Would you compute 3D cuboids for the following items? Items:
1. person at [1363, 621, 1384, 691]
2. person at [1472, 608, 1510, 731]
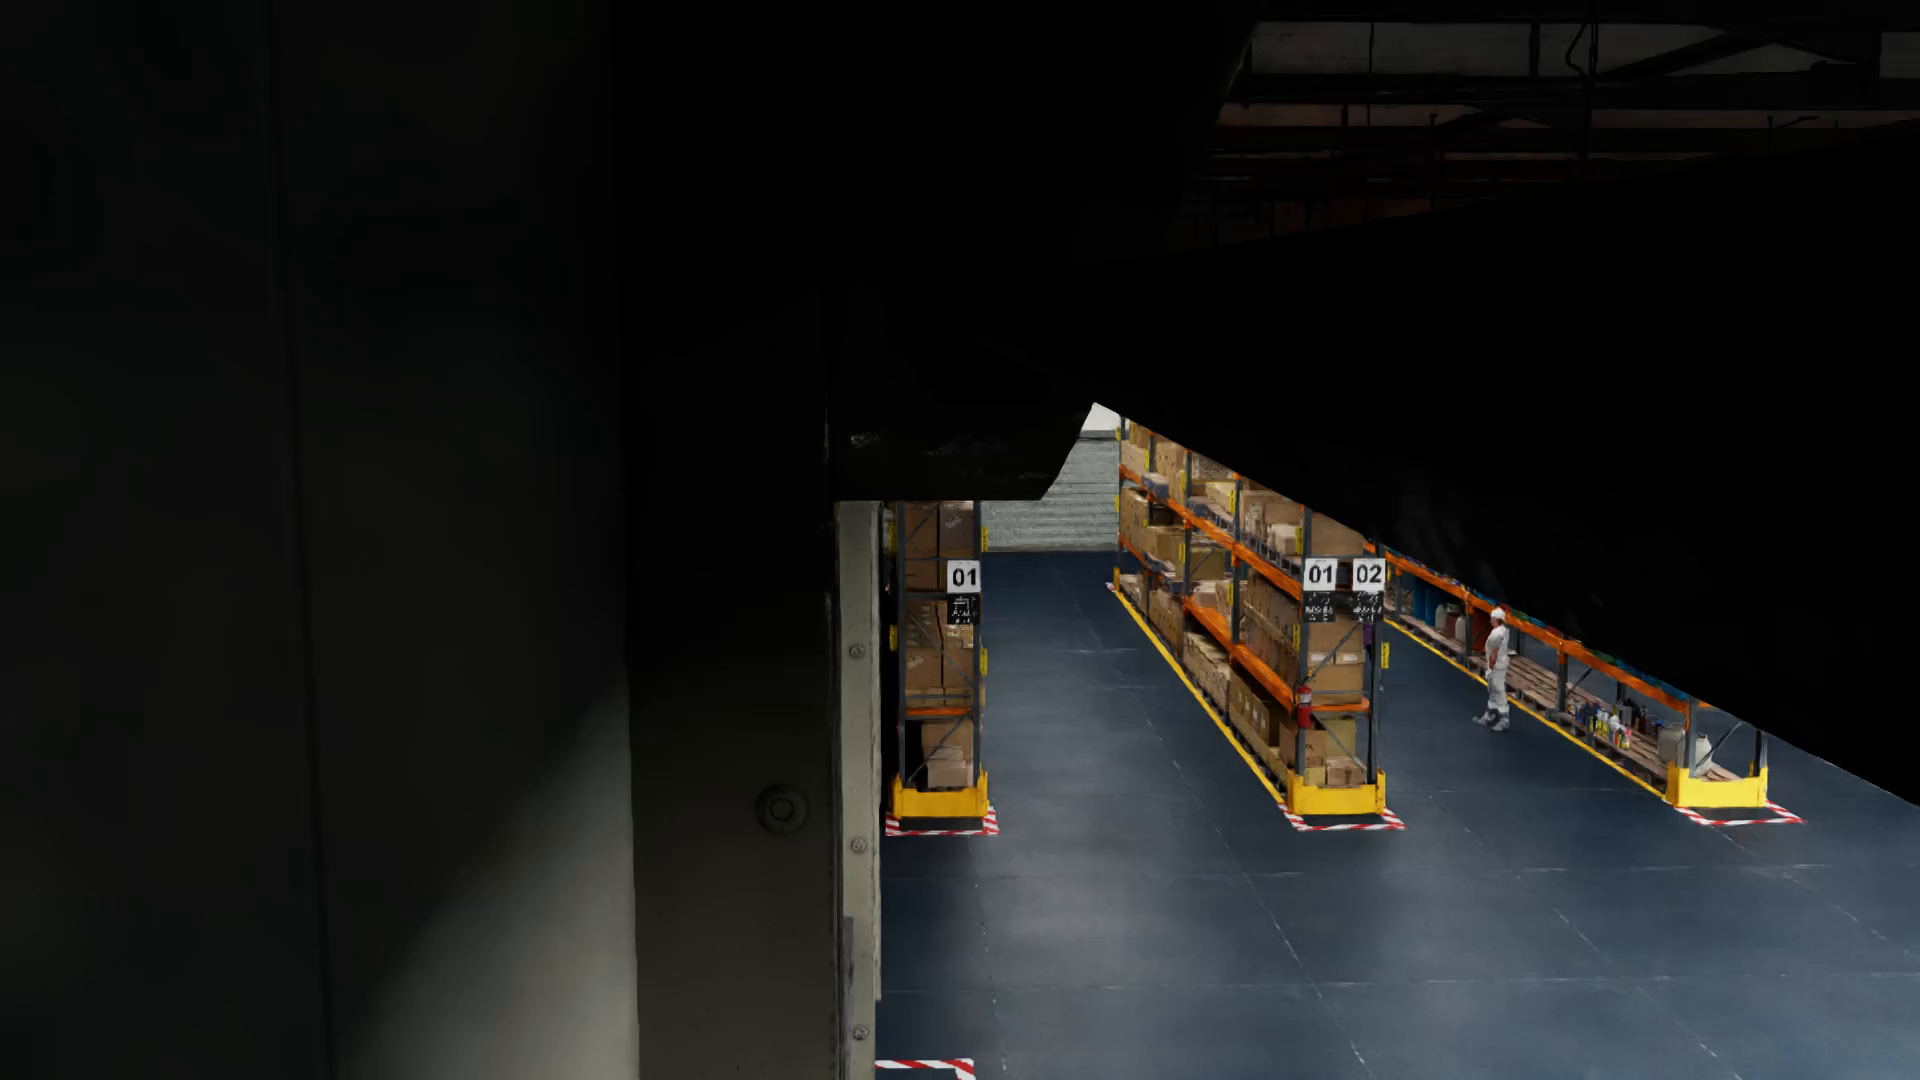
[{"bbox_3d":[6.630,1.662,27.183,0.418,1.514,1.039,-1,8,-5],"label":"person"},{"bbox_3d":[7.922,1.891,24.688,0.569,1.786,0.653,4,9,26],"label":"person"}]
